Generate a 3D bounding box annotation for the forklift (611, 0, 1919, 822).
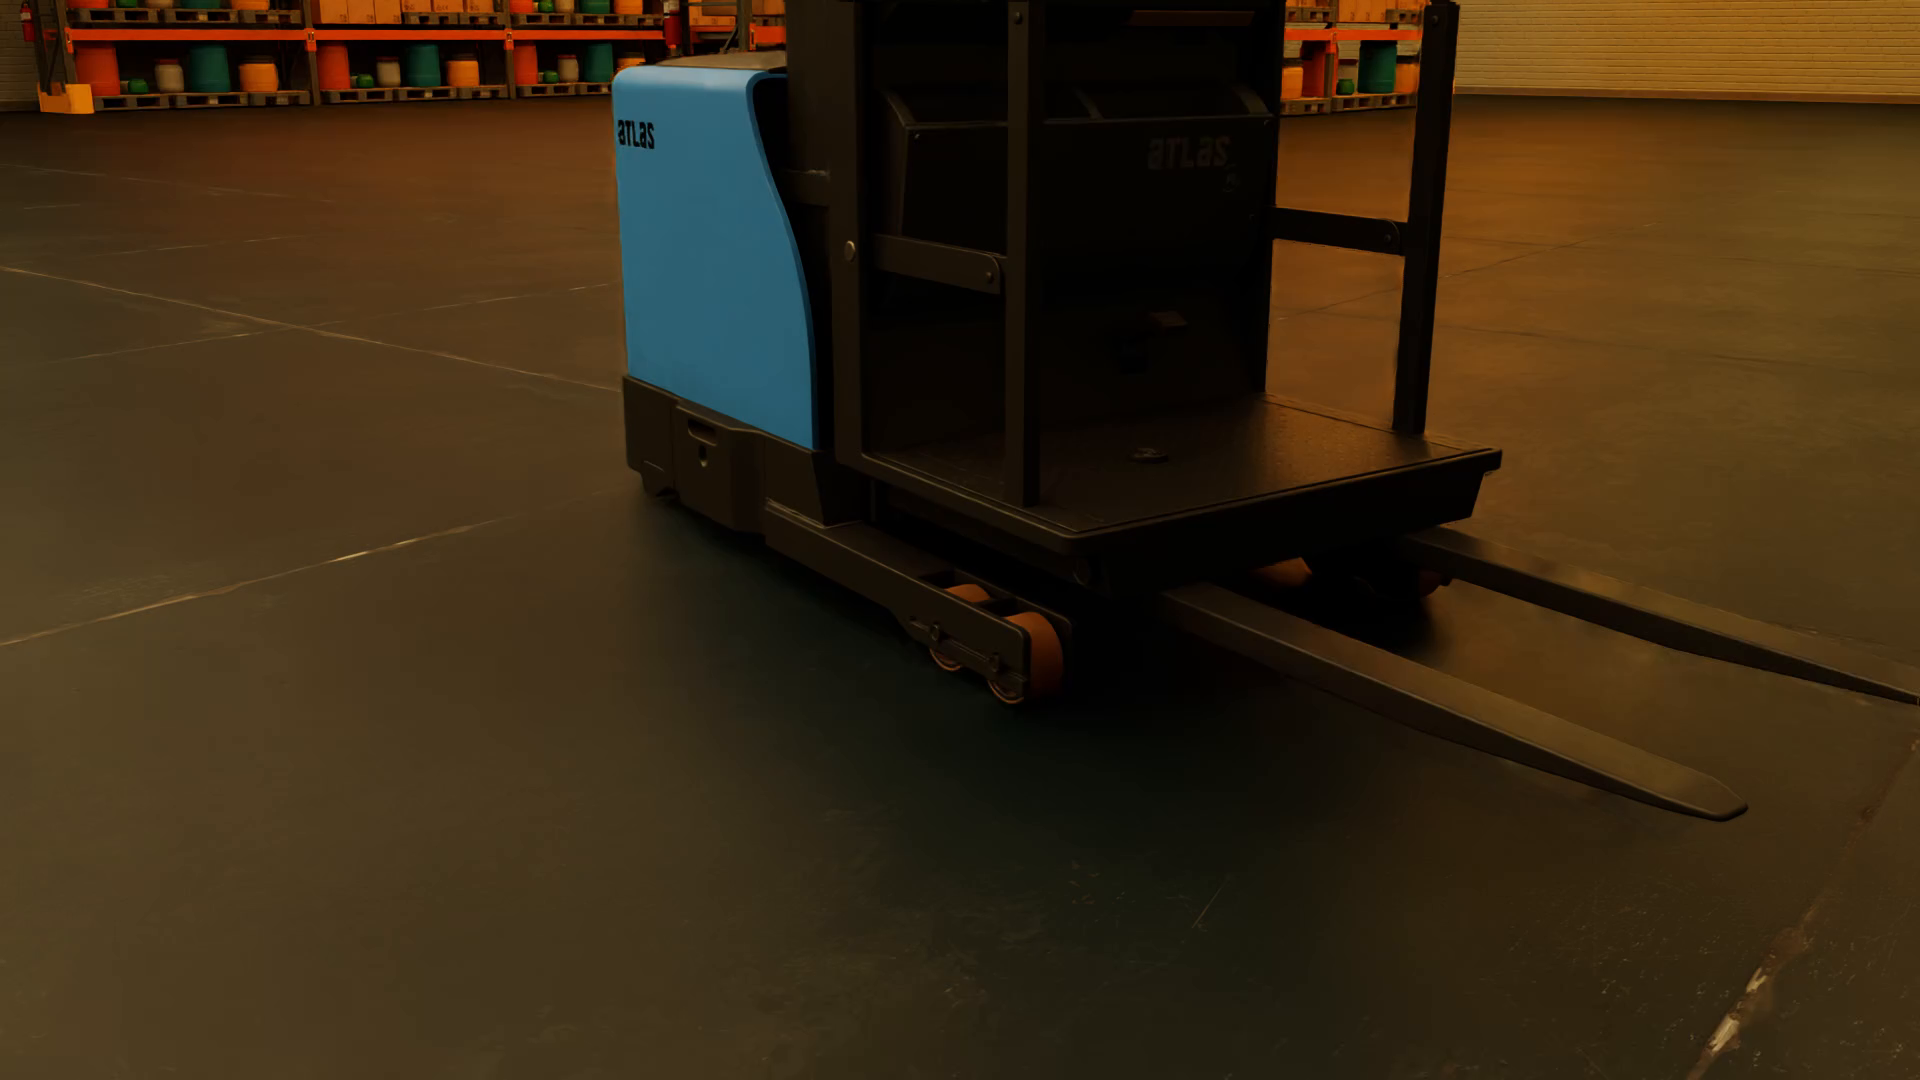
[{"bbox_3d":[0.368,-1.265,3.064,1.130,2.935,3.031,-11,20,-32],"label":"forklift"}]
